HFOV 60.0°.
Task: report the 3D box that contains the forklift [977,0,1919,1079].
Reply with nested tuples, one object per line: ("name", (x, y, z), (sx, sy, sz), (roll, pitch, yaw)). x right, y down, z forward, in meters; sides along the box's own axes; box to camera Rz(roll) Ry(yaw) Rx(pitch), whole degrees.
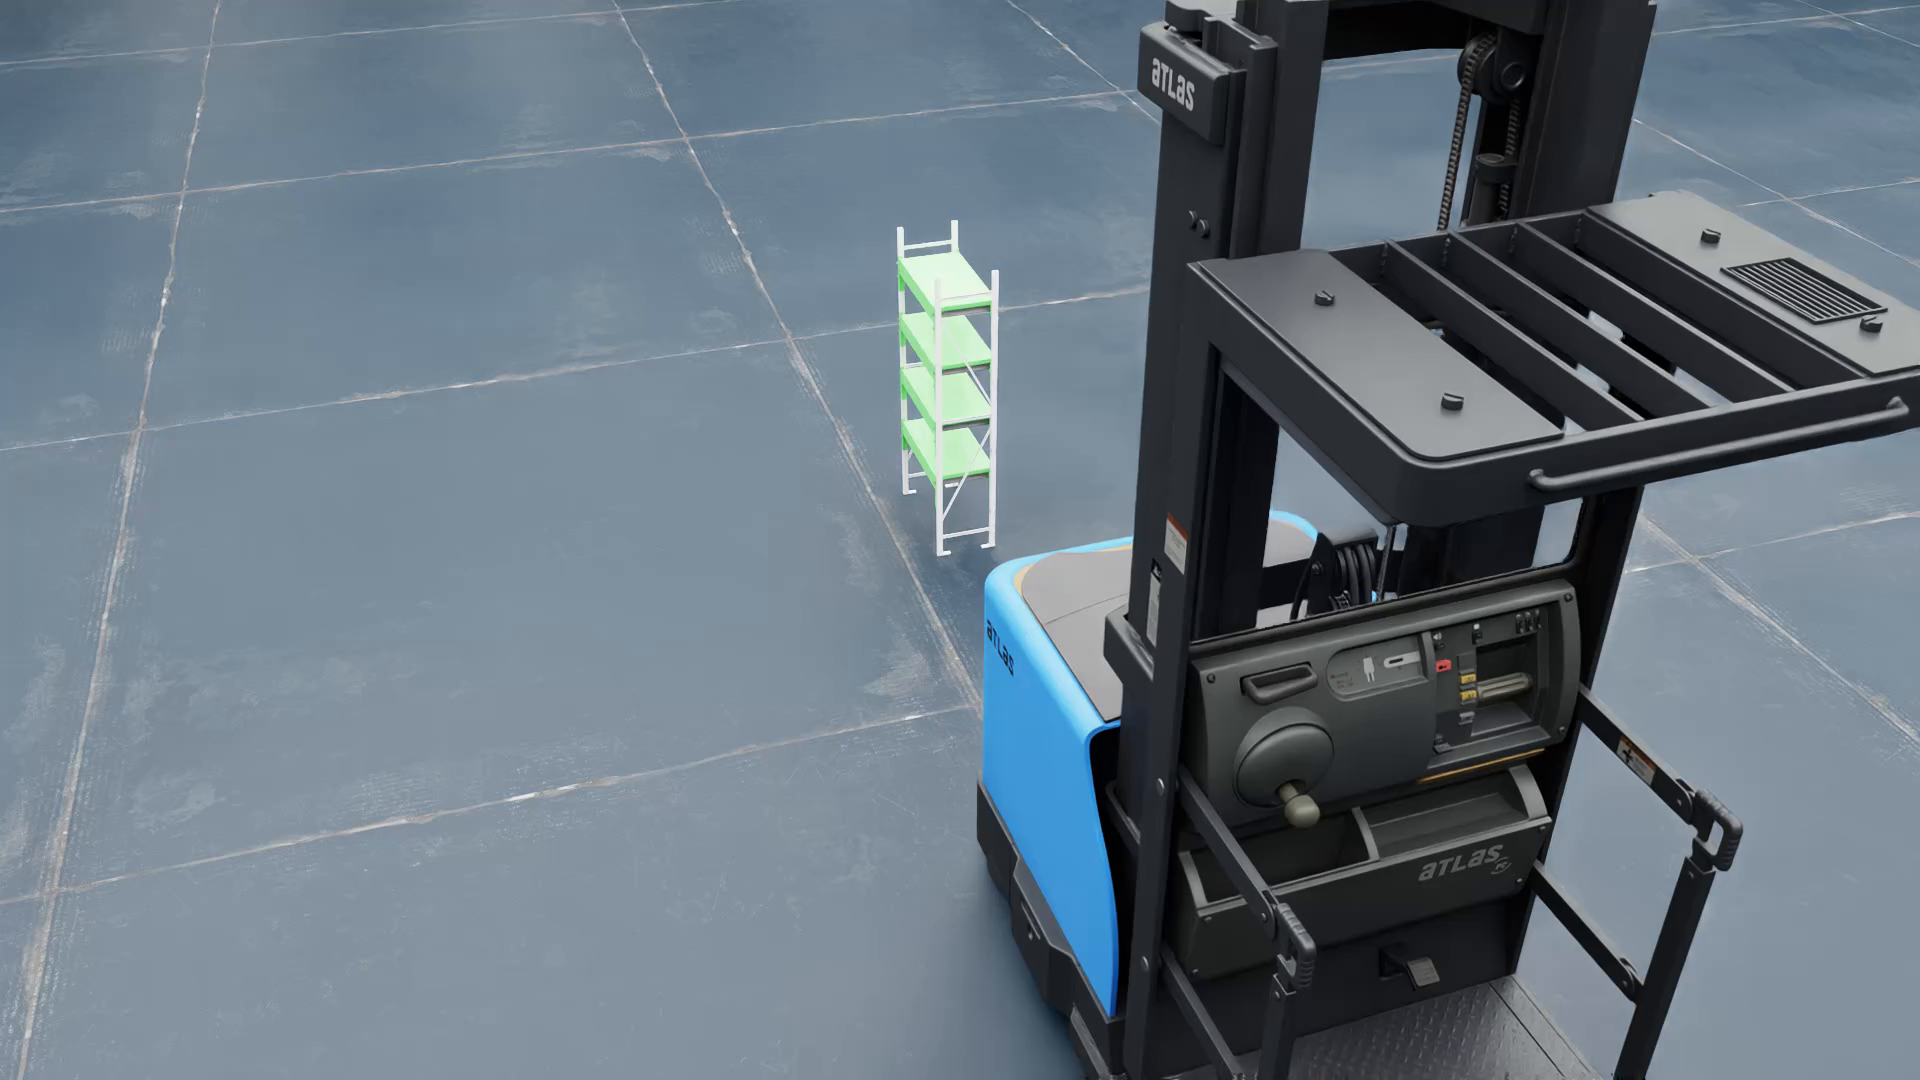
("forklift", (1.019, 0.419, 3.458), (1.130, 2.935, 3.031), (-11, 35, -16))

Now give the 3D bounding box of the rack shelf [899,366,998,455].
("rack shelf", (-0.050, -0.534, 6.586), (0.258, 0.148, 0.480), (-10, 35, -15))

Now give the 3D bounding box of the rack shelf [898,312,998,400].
("rack shelf", (-0.050, -0.734, 6.454), (0.258, 0.148, 0.480), (-10, 35, -15))

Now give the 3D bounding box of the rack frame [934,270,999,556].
("rack frame", (0.024, -0.459, 6.357), (0.240, 1.200, 0.015), (-10, 35, -15))

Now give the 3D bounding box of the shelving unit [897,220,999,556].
("shelving unit", (-0.050, -0.587, 6.551), (0.258, 1.200, 0.503), (-10, 35, -15))

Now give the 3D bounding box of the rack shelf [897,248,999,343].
("rack shelf", (-0.050, -0.935, 6.321), (0.258, 0.148, 0.480), (-10, 35, -15))

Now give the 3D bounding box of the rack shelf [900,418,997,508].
("rack shelf", (-0.050, -0.334, 6.718), (0.258, 0.148, 0.480), (-10, 35, -15))

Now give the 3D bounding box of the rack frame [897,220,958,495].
("rack frame", (-0.125, -0.716, 6.745), (0.240, 1.200, 0.015), (-10, 35, -15))
